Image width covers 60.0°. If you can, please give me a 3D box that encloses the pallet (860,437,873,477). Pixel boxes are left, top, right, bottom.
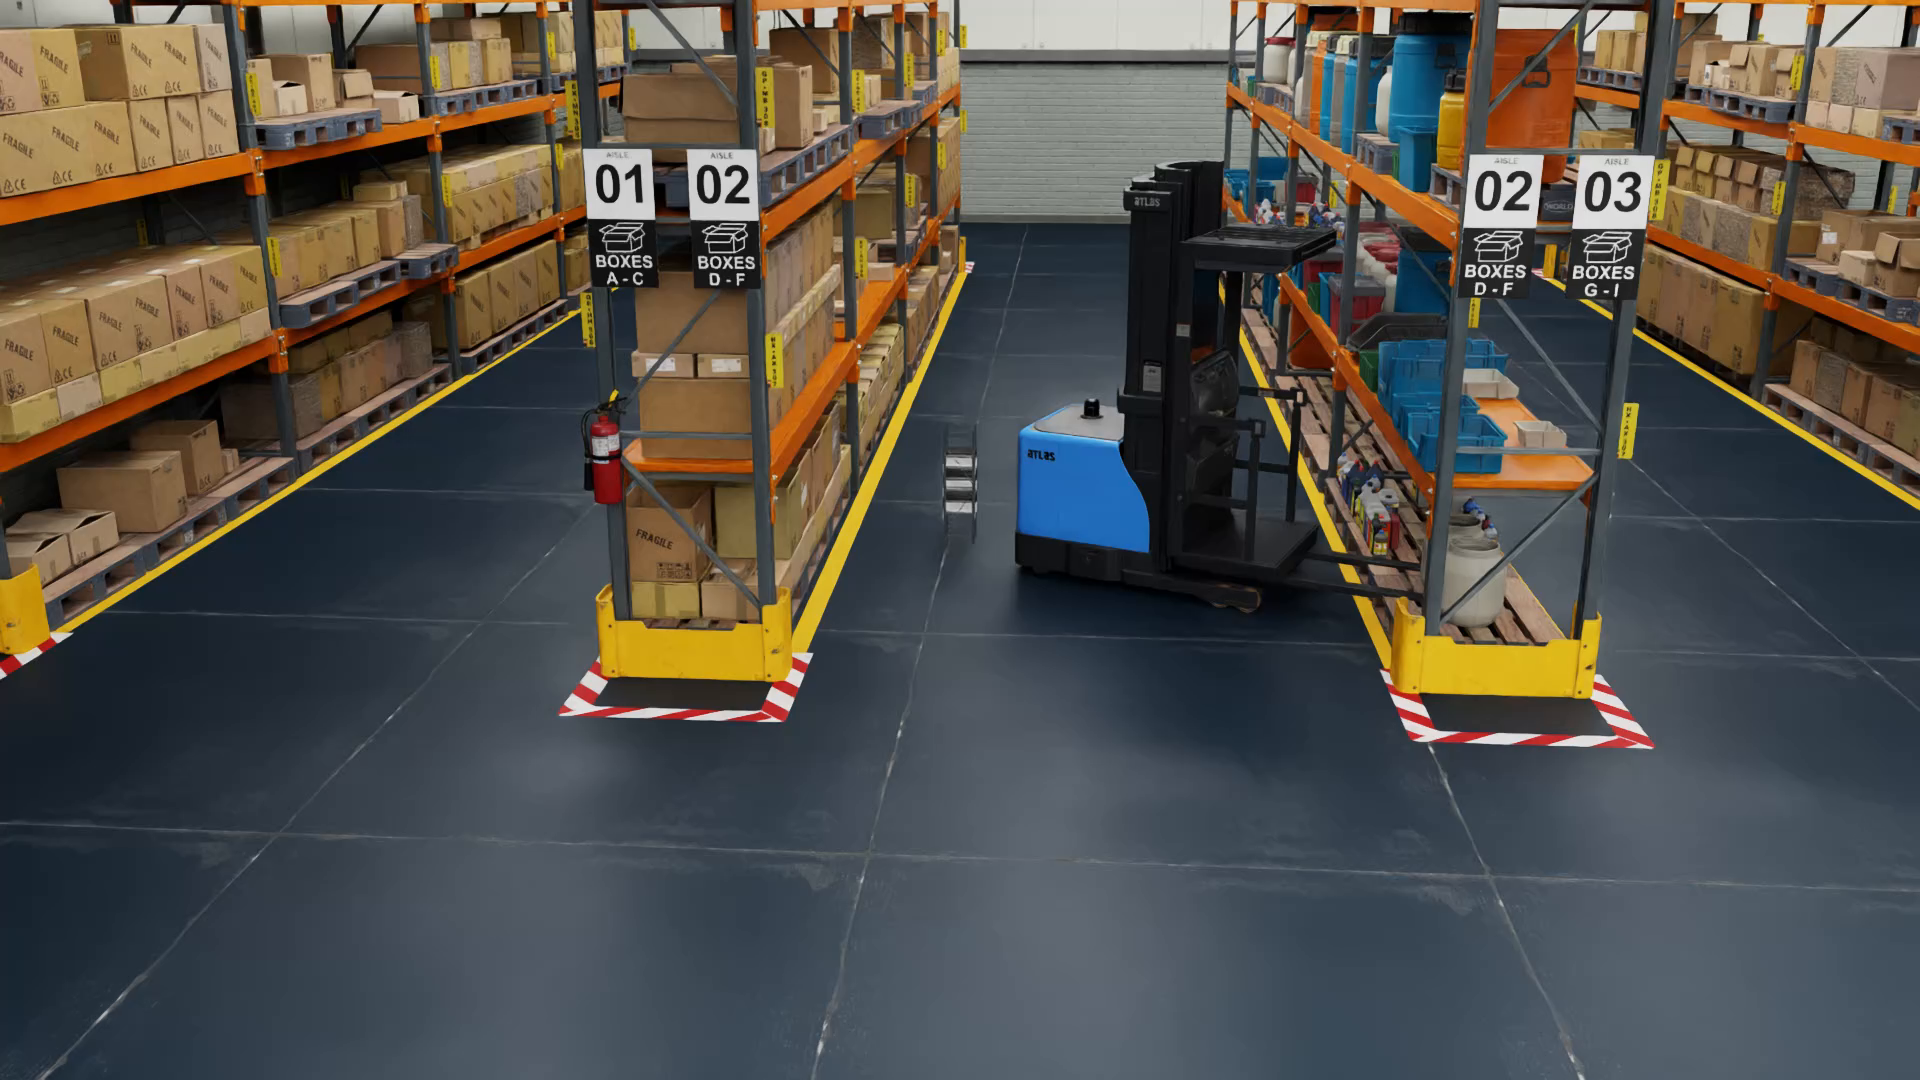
[{"bbox_3d":[-1.348,-0.770,14.934,1.003,0.211,1.213,1,18,4],"label":"pallet"}]

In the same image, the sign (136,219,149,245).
[{"bbox_3d":[-6.857,-2.536,13.987,0.100,0.325,0.005,1,18,4],"label":"sign"}]

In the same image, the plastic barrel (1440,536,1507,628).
[{"bbox_3d":[3.263,0.265,10.617,0.421,0.512,0.421,0,18,0],"label":"plastic barrel"}]

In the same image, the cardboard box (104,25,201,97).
[{"bbox_3d":[-6.097,-3.599,12.475,0.500,0.500,0.500,2,18,7],"label":"cardboard box"}]

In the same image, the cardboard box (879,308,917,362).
[{"bbox_3d":[-0.757,-2.264,18.323,0.500,0.500,0.500,2,18,6],"label":"cardboard box"}]

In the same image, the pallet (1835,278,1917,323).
[{"bbox_3d":[8.704,-2.179,15.062,1.003,0.211,1.213,1,18,4],"label":"pallet"}]

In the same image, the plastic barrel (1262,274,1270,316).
[{"bbox_3d":[4.096,-3.272,20.787,0.600,0.901,0.708,1,18,4],"label":"plastic barrel"}]

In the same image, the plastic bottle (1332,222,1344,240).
[{"bbox_3d":[4.318,-3.495,18.971,0.152,0.276,0.135,1,18,4],"label":"plastic bottle"}]

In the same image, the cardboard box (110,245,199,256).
[{"bbox_3d":[-6.545,-2.128,13.605,0.500,0.500,0.500,1,18,3],"label":"cardboard box"}]

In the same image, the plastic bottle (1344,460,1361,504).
[{"bbox_3d":[3.107,-0.462,13.065,0.144,0.351,0.185,2,18,5],"label":"plastic bottle"}]

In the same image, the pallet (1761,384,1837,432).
[{"bbox_3d":[8.748,-1.318,16.605,1.003,0.211,1.213,1,18,4],"label":"pallet"}]

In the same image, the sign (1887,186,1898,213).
[{"bbox_3d":[9.347,-3.389,16.716,0.100,0.325,0.005,1,18,4],"label":"sign"}]

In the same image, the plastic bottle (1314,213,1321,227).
[{"bbox_3d":[4.249,-3.733,19.704,0.097,0.271,0.097,0,18,0],"label":"plastic bottle"}]

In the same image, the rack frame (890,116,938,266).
[{"bbox_3d":[-0.788,-4.350,21.381,1.000,3.000,0.127,1,18,4],"label":"rack frame"}]

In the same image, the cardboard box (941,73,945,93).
[{"bbox_3d":[-0.467,-6.005,21.855,0.500,0.250,0.500,1,18,4],"label":"cardboard box"}]

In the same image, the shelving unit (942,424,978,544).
[{"bbox_3d":[0.001,-0.430,12.791,0.258,0.900,0.210,1,18,4],"label":"shelving unit"}]

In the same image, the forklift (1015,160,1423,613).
[{"bbox_3d":[1.954,-1.084,11.523,3.031,2.935,1.130,9,20,25],"label":"forklift"}]

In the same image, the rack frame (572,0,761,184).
[{"bbox_3d":[-1.648,-3.474,9.073,1.000,3.000,0.127,1,18,4],"label":"rack frame"}]

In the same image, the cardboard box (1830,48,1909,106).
[{"bbox_3d":[8.475,-4.298,15.443,0.500,0.500,0.500,1,18,4],"label":"cardboard box"}]

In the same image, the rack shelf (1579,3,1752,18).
[{"bbox_3d":[9.236,-7.068,21.839,1.077,0.370,4.000,1,18,4],"label":"rack shelf"}]

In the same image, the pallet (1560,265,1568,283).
[{"bbox_3d":[9.400,-3.795,24.165,1.003,0.211,1.213,1,18,4],"label":"pallet"}]

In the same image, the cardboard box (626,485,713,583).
[{"bbox_3d":[-1.907,-0.046,10.782,0.500,0.500,0.500,1,18,4],"label":"cardboard box"}]

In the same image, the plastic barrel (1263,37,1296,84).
[{"bbox_3d":[3.864,-5.770,20.005,0.433,0.535,0.433,0,18,0],"label":"plastic barrel"}]

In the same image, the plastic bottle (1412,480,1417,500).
[{"bbox_3d":[3.676,-0.501,13.181,0.144,0.351,0.185,1,18,4],"label":"plastic bottle"}]

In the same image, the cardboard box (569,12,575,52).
[{"bbox_3d":[-5.368,-6.792,22.218,0.500,0.500,0.500,1,18,3],"label":"cardboard box"}]

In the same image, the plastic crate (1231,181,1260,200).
[{"bbox_3d":[3.977,-4.858,23.104,0.416,0.233,0.300,1,18,4],"label":"plastic crate"}]

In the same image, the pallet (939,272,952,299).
[{"bbox_3d":[-0.653,-3.618,23.626,1.003,0.211,1.213,1,18,4],"label":"pallet"}]

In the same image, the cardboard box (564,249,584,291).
[{"bbox_3d":[-5.574,-3.701,22.741,0.700,0.500,0.500,2,18,5],"label":"cardboard box"}]

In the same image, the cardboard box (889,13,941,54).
[{"bbox_3d":[-0.614,-6.602,21.671,0.700,0.500,0.500,1,18,4],"label":"cardboard box"}]

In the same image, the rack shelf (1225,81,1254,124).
[{"bbox_3d":[4.295,-5.943,22.581,1.077,0.370,4.000,1,18,4],"label":"rack shelf"}]

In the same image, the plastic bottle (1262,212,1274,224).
[{"bbox_3d":[3.673,-3.756,19.769,0.152,0.276,0.135,1,18,4],"label":"plastic bottle"}]

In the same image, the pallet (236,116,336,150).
[{"bbox_3d":[-6.152,-3.500,14.273,1.213,0.211,1.003,1,18,4],"label":"pallet"}]

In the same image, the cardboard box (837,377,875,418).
[{"bbox_3d":[-1.043,-1.303,14.923,0.500,0.311,0.500,1,18,3],"label":"cardboard box"}]

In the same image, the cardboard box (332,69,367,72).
[{"bbox_3d":[-6.297,-4.481,16.771,0.500,0.500,0.500,1,18,4],"label":"cardboard box"}]

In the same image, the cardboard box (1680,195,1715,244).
[{"bbox_3d":[8.739,-3.726,19.317,0.500,0.500,0.500,1,18,3],"label":"cardboard box"}]

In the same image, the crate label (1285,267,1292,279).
[{"bbox_3d":[3.461,-2.794,16.901,0.303,0.233,0.416,1,18,4],"label":"crate label"}]

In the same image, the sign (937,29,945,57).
[{"bbox_3d":[-0.234,-6.197,20.738,0.100,0.325,0.005,1,18,4],"label":"sign"}]

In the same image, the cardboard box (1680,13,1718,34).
[{"bbox_3d":[9.166,-6.496,20.913,0.500,0.250,0.500,0,18,0],"label":"cardboard box"}]

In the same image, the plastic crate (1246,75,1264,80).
[{"bbox_3d":[3.899,-5.874,21.484,0.416,0.233,0.300,1,18,4],"label":"plastic crate"}]

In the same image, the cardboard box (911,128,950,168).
[{"bbox_3d":[-0.400,-5.333,22.614,0.500,0.500,0.500,1,18,2],"label":"cardboard box"}]

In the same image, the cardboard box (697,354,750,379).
[{"bbox_3d":[-1.406,-1.096,10.248,0.380,0.149,0.250,1,18,4],"label":"cardboard box"}]

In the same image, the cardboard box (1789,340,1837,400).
[{"bbox_3d":[8.777,-1.698,16.596,0.700,0.500,0.500,0,18,1],"label":"cardboard box"}]

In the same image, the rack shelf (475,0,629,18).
[{"bbox_3d":[-5.586,-7.400,22.851,1.077,0.370,4.000,1,18,4],"label":"rack shelf"}]

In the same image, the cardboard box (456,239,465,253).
[{"bbox_3d":[-5.735,-3.282,18.494,0.380,0.149,0.250,2,18,5],"label":"cardboard box"}]

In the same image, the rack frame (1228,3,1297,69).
[{"bbox_3d":[4.439,-8.331,23.898,1.000,3.000,0.127,1,18,4],"label":"rack frame"}]

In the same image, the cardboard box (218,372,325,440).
[{"bbox_3d":[-6.267,-1.225,15.152,0.700,0.500,0.500,2,18,6],"label":"cardboard box"}]

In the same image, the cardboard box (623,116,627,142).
[{"bbox_3d":[-1.829,-2.607,10.586,0.500,0.250,0.500,1,18,4],"label":"cardboard box"}]

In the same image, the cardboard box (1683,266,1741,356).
[{"bbox_3d":[8.947,-2.566,18.674,1.225,0.875,0.875,1,18,4],"label":"cardboard box"}]

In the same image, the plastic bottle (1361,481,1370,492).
[{"bbox_3d":[3.120,-0.320,12.756,0.097,0.271,0.097,0,18,0],"label":"plastic bottle"}]

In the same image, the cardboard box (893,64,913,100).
[{"bbox_3d":[-1.003,-5.037,18.499,0.910,0.500,0.500,1,18,4],"label":"cardboard box"}]

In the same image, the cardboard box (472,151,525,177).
[{"bbox_3d":[-5.591,-4.546,20.106,0.500,0.250,0.500,2,18,5],"label":"cardboard box"}]

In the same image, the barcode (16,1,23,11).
[{"bbox_3d":[-6.832,-3.881,12.081,0.001,0.075,0.075,1,18,4],"label":"barcode"}]

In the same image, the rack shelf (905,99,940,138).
[{"bbox_3d":[-0.932,-4.812,19.131,1.077,0.370,4.000,1,18,4],"label":"rack shelf"}]

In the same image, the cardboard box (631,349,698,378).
[{"bbox_3d":[-1.811,-1.102,10.266,0.380,0.149,0.250,1,18,3],"label":"cardboard box"}]

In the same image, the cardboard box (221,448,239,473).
[{"bbox_3d":[-6.311,-0.671,13.996,0.380,0.166,0.250,-1,18,-3],"label":"cardboard box"}]

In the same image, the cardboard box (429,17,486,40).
[{"bbox_3d":[-5.948,-6.056,19.698,0.500,0.250,0.500,1,18,2],"label":"cardboard box"}]
